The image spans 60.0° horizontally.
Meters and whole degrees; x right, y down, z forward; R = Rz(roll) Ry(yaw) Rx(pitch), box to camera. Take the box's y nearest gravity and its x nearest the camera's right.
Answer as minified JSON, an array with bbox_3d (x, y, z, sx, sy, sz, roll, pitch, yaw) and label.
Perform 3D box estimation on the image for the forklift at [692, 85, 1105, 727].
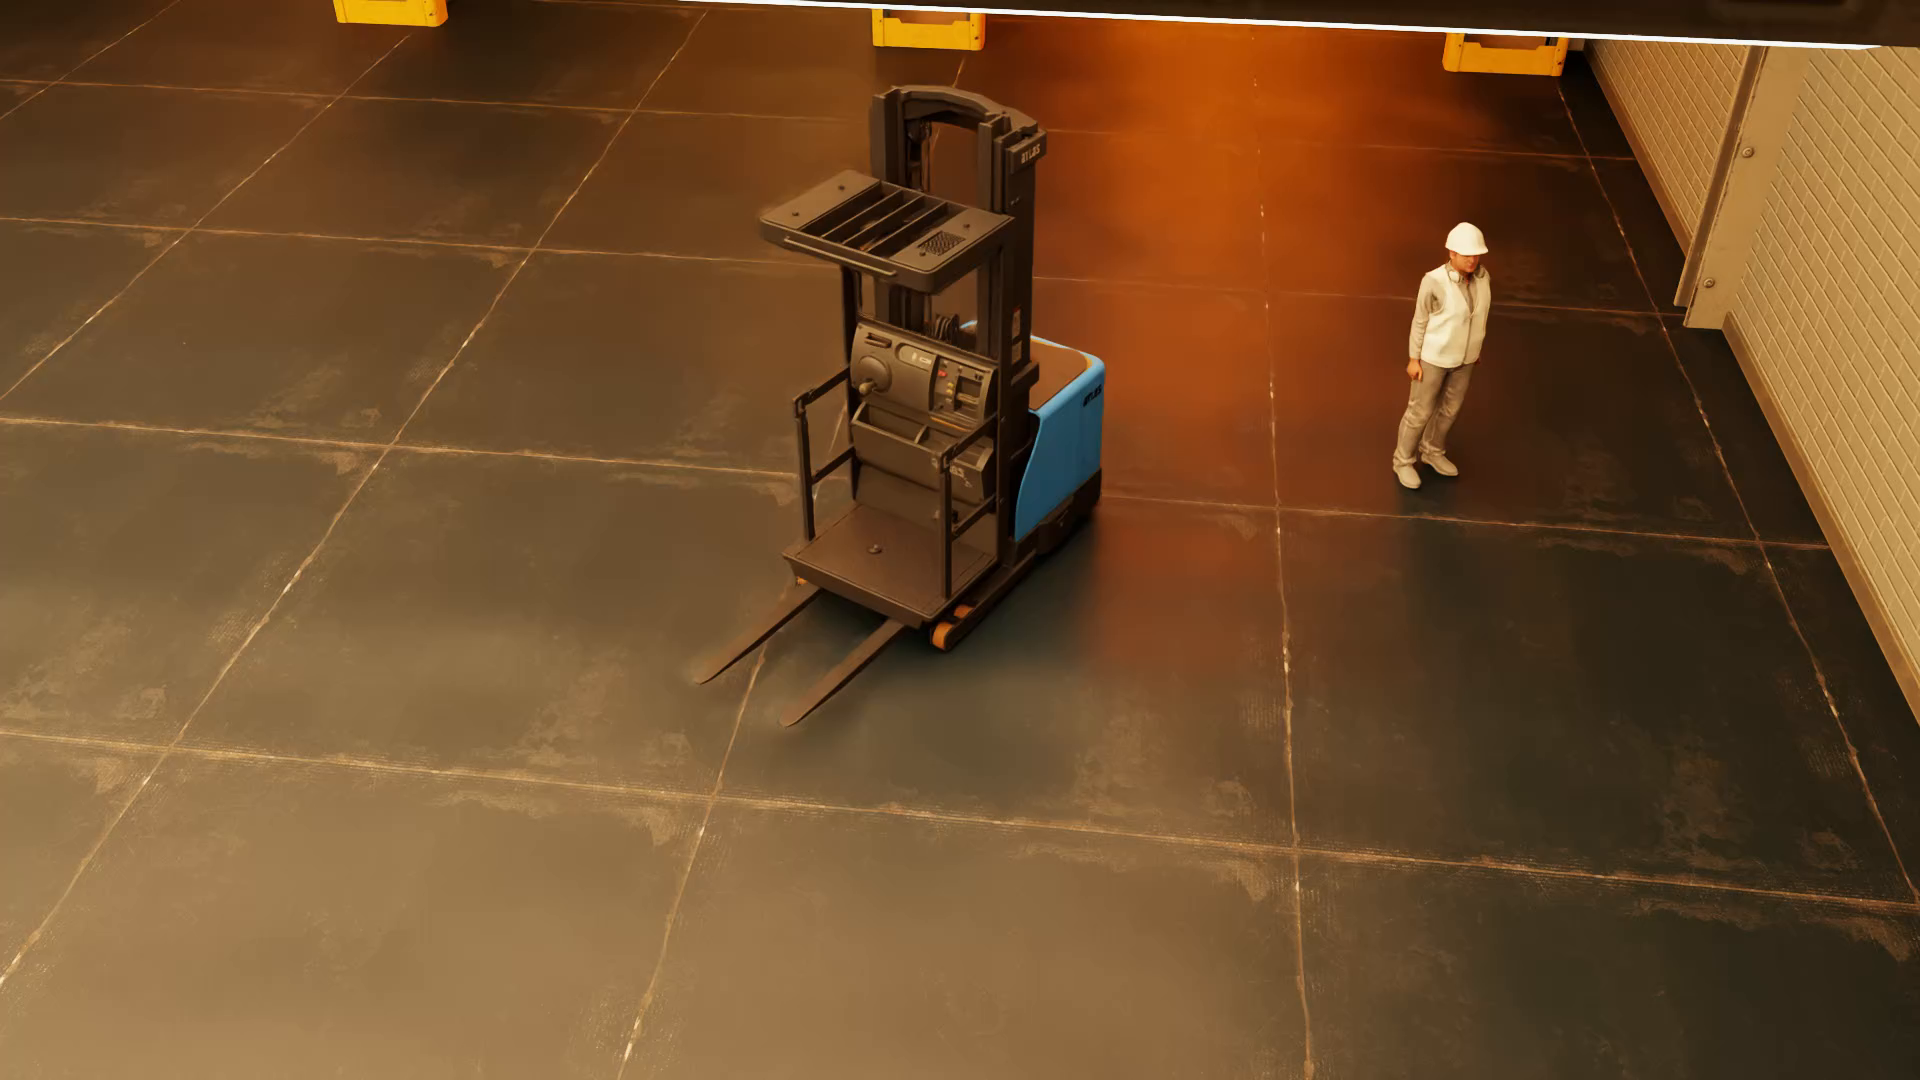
[{"bbox_3d":[-0.338,-0.865,9.203,1.130,2.935,3.031,22,42,27],"label":"forklift"}]

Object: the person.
[{"bbox_3d":[3.106,-1.181,10.608,0.538,1.777,0.365,-15,39,-19],"label":"person"}]
